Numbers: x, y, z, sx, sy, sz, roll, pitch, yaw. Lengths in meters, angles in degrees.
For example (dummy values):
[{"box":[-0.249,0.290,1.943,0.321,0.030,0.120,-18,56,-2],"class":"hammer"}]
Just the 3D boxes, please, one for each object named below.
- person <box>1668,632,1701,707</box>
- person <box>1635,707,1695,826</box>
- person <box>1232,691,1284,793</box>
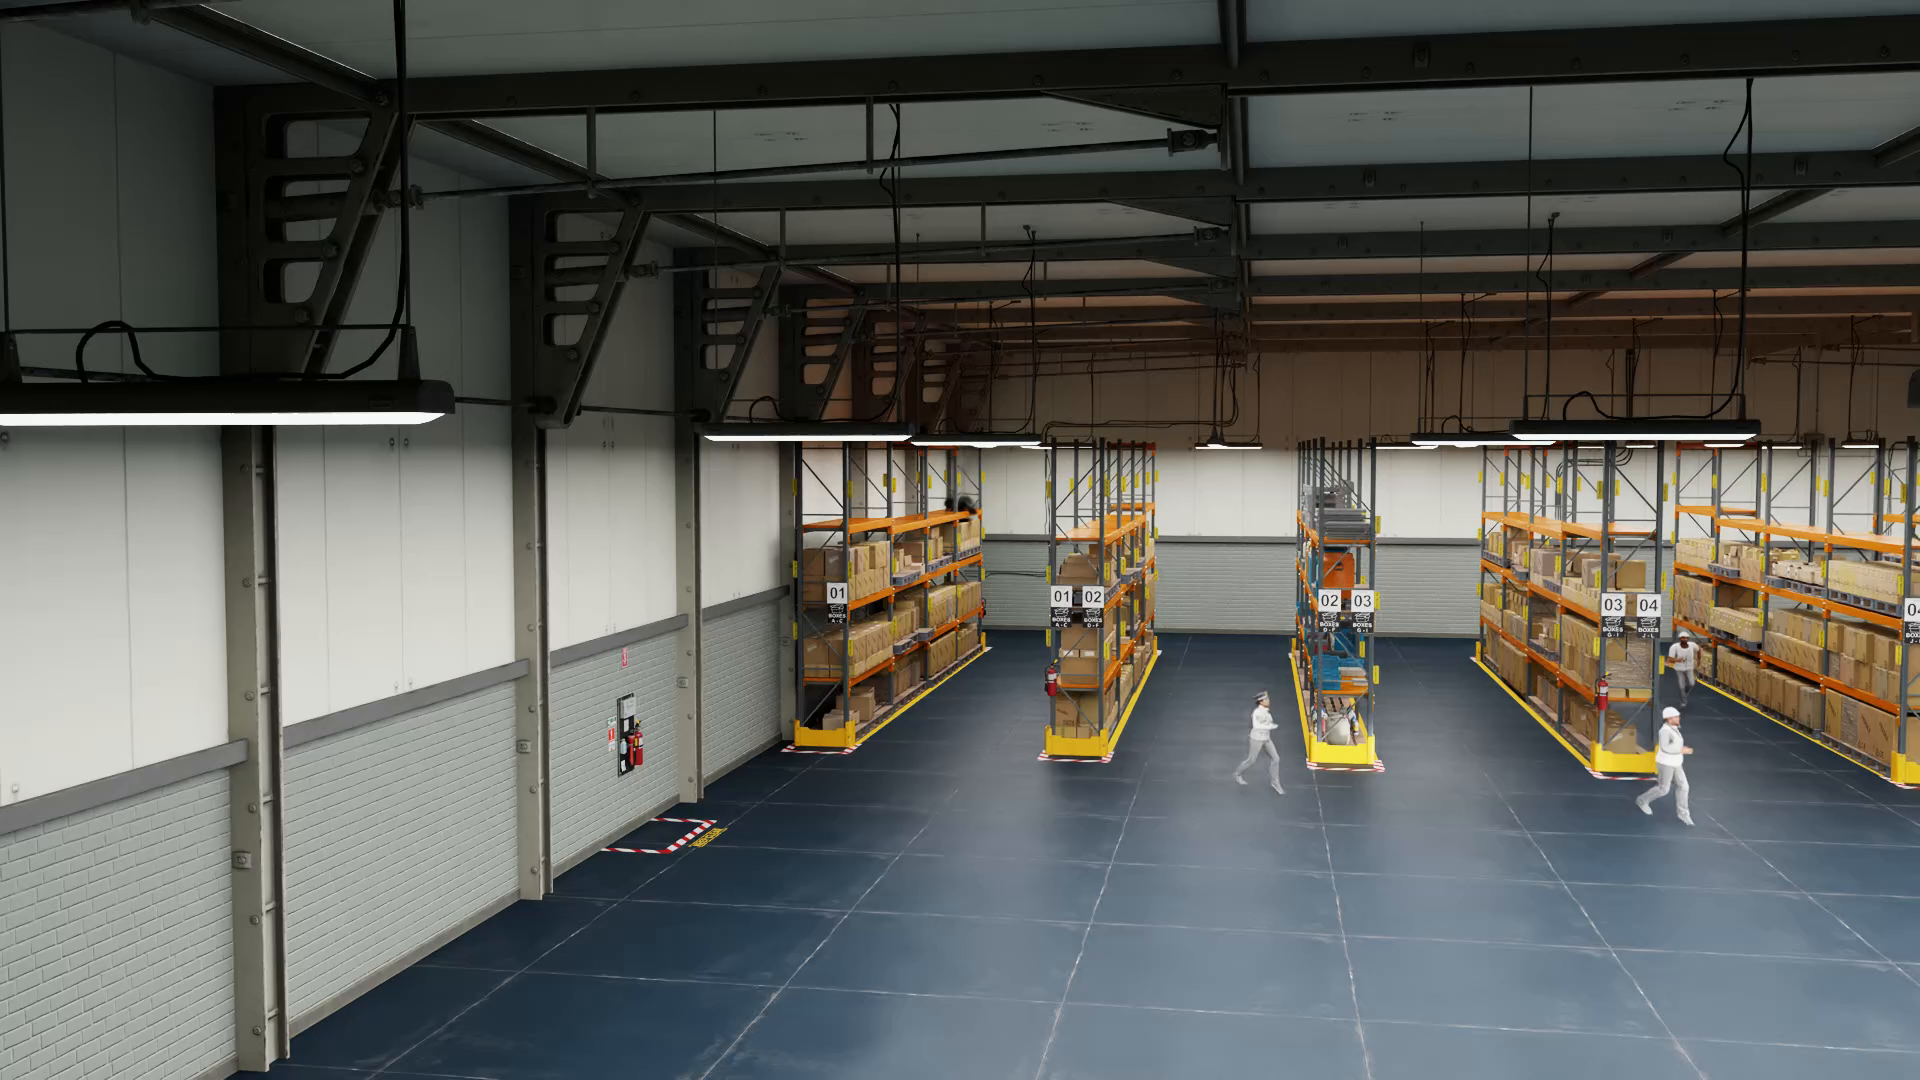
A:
[{"box":[16.166,2.888,37.052,0.743,1.707,0.721,1,3,9],"class":"person"},{"box":[10.930,3.491,25.733,0.898,1.835,0.687,3,4,40],"class":"person"},{"box":[5.011,3.409,28.064,0.913,1.742,0.581,2,4,38],"class":"person"}]
